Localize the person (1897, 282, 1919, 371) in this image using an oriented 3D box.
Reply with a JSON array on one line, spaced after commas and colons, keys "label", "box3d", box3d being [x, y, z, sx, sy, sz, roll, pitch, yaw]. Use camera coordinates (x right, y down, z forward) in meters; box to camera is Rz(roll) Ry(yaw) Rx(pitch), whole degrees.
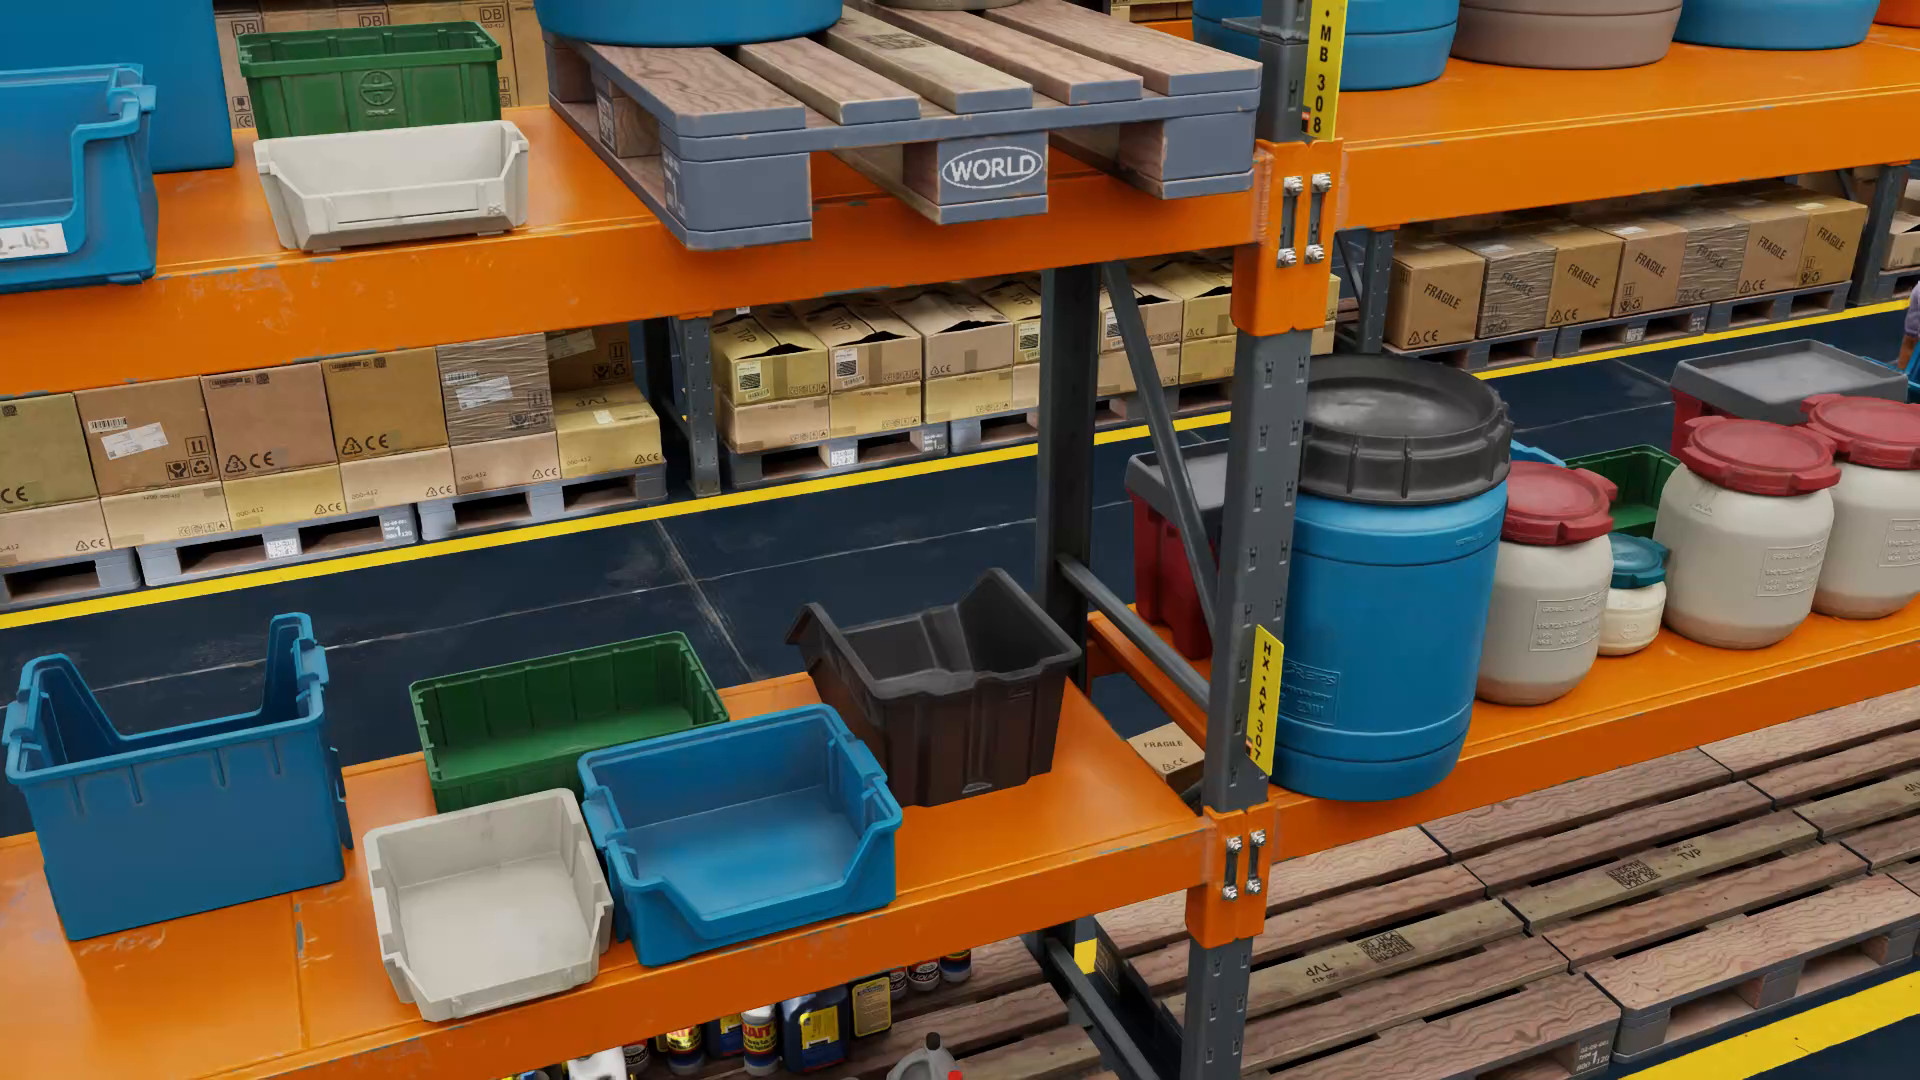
[{"label": "person", "box3d": [4.243, -0.565, 7.238, 0.614, 1.629, 0.478, -11, 28, -22]}]
